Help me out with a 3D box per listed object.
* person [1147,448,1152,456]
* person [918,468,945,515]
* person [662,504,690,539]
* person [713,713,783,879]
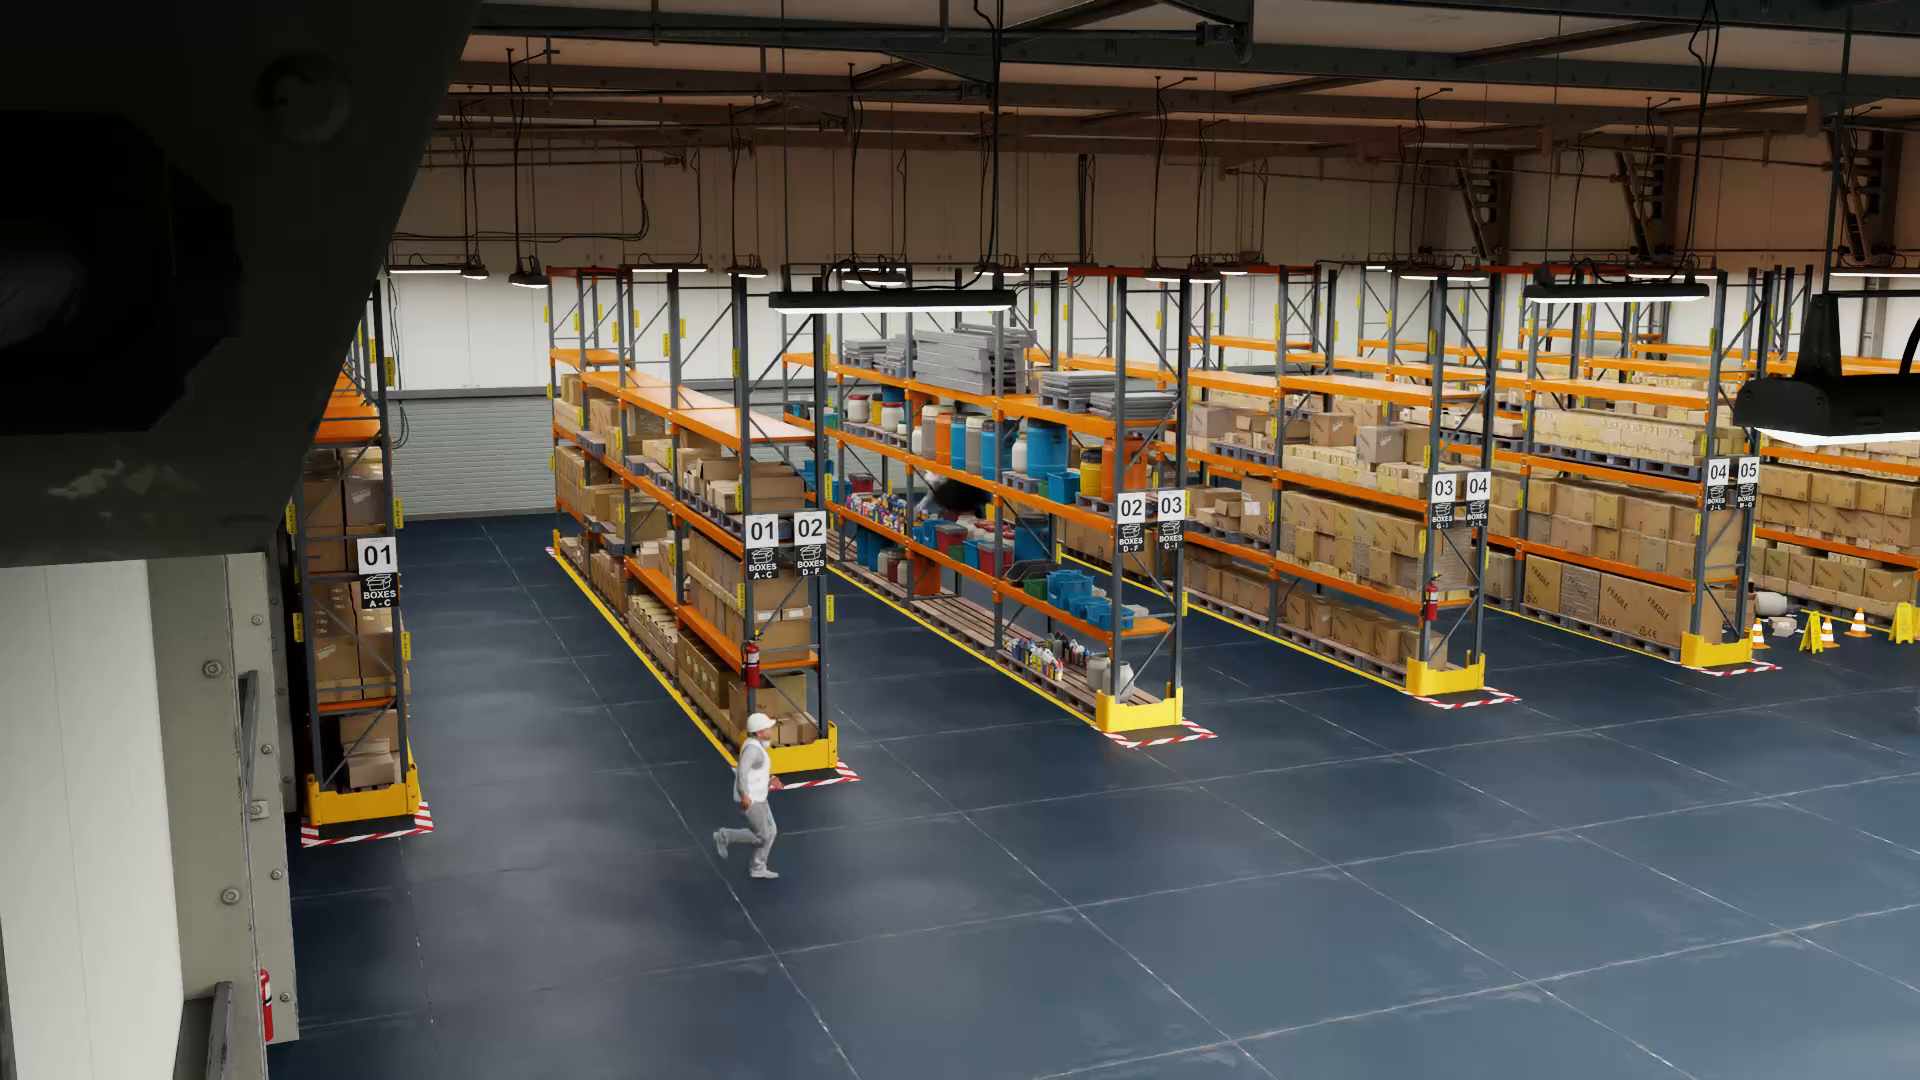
[{"bbox_3d":[4.382,-1.342,39.166,0.670,1.789,0.947,-4,11,-22],"label":"person"},{"bbox_3d":[-0.659,-1.363,39.601,0.857,1.703,0.599,-2,10,-9],"label":"person"},{"bbox_3d":[-6.036,-0.596,35.129,0.697,1.731,0.747,-8,13,-40],"label":"person"},{"bbox_3d":[-2.156,2.605,16.869,0.702,1.736,0.686,0,10,-2],"label":"person"}]
